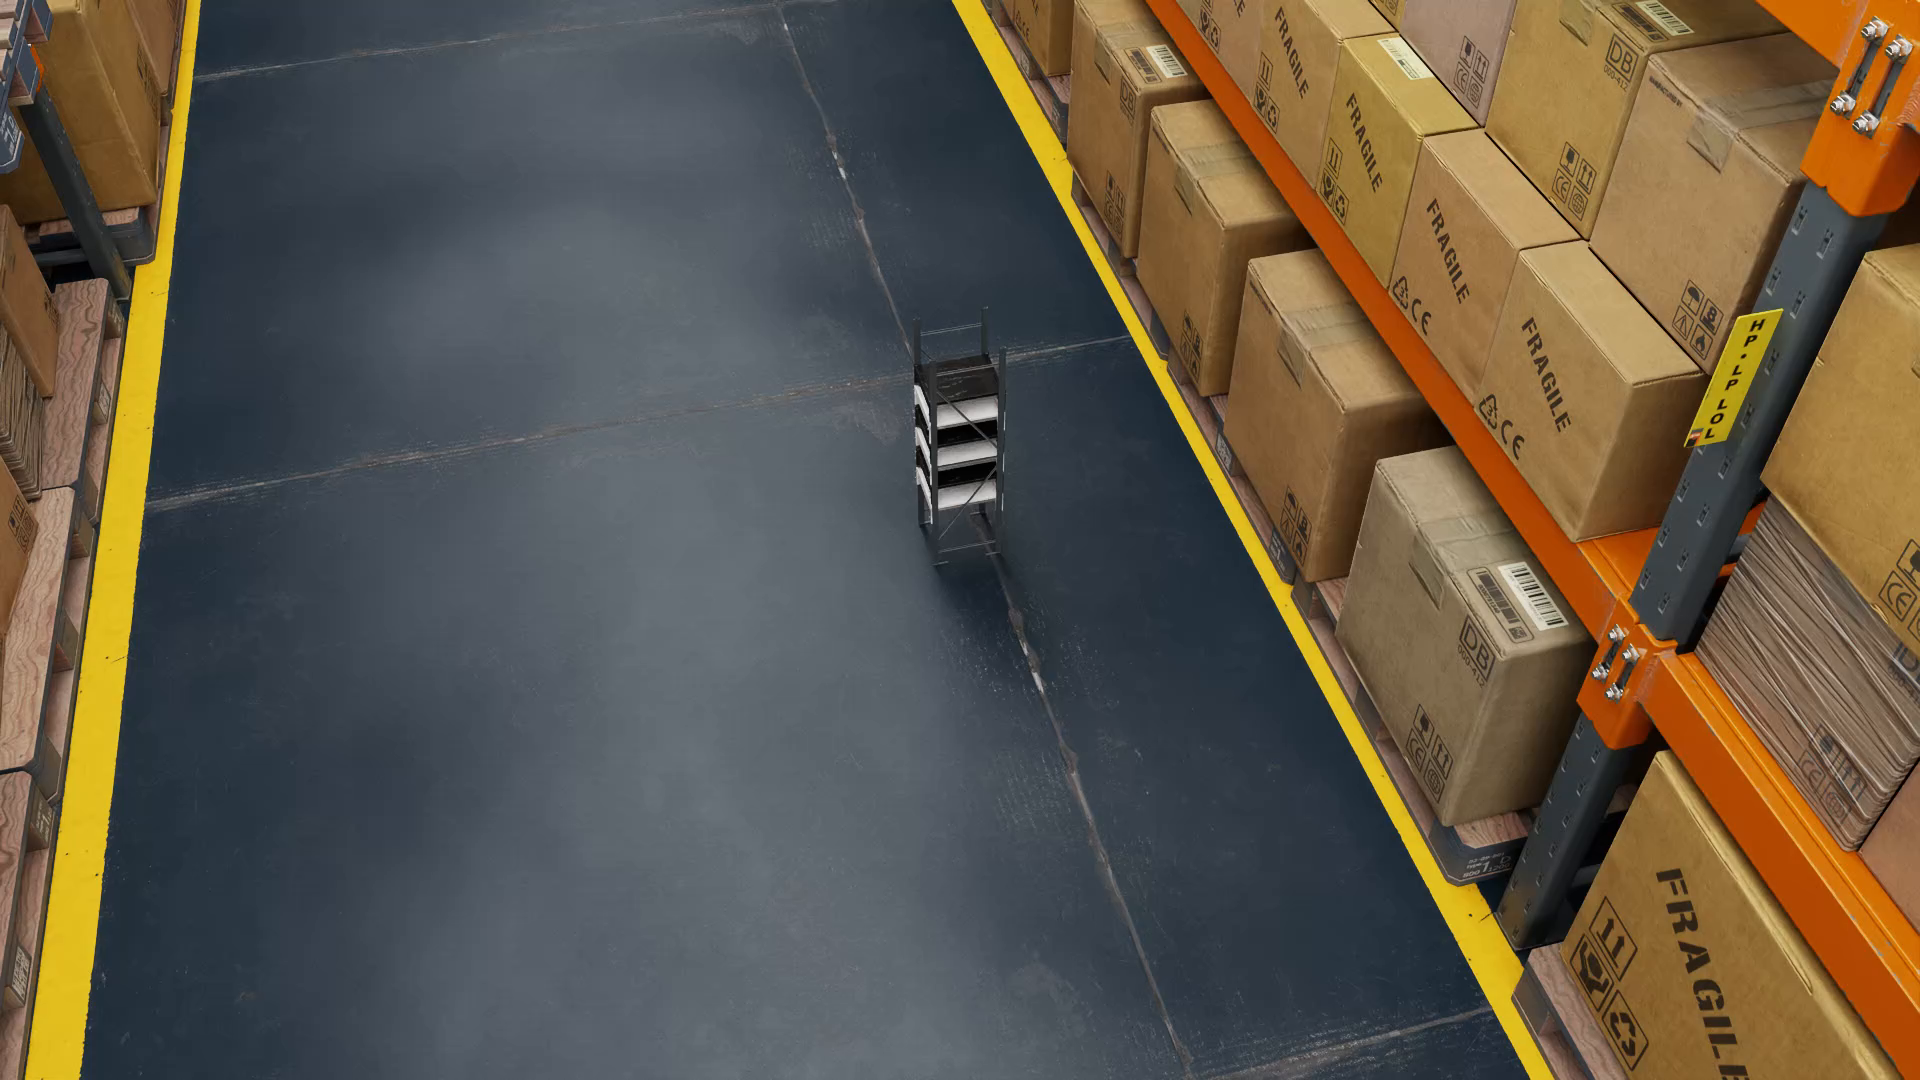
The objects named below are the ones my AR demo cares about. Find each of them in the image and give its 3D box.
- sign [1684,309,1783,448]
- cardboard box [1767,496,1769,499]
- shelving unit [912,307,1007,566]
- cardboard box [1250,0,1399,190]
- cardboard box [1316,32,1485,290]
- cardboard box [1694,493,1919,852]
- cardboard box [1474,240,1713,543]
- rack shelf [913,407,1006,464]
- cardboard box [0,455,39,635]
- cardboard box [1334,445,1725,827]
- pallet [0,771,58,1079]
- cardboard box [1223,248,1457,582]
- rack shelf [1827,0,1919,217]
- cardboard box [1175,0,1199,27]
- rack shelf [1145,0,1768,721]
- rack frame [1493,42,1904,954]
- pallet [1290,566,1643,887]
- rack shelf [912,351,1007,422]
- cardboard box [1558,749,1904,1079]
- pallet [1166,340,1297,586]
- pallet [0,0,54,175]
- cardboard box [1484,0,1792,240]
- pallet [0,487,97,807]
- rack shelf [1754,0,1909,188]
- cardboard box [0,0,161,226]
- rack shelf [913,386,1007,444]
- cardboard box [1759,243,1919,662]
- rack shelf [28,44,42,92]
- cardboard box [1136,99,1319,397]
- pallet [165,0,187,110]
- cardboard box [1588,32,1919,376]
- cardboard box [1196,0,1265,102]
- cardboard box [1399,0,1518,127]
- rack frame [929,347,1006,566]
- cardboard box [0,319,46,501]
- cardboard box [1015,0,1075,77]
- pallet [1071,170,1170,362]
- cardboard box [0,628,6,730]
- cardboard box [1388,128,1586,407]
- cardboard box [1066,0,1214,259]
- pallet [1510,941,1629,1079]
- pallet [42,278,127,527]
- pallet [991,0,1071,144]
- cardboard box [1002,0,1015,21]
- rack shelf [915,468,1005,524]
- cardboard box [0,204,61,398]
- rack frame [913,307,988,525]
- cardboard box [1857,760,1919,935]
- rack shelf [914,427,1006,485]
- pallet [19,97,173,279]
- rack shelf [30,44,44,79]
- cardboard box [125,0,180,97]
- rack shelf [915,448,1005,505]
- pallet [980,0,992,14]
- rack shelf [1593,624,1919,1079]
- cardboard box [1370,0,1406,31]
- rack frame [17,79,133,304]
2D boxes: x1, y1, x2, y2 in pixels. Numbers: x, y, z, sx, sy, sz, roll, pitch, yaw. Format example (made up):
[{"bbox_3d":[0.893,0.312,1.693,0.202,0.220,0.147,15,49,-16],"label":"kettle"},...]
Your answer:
[{"bbox_3d":[1.486,-0.306,3.195,0.100,0.325,0.005,-11,47,-10],"label":"sign"},{"bbox_3d":[2.133,-0.482,4.052,0.500,0.500,0.500,-10,46,-10],"label":"cardboard box"},{"bbox_3d":[-0.002,-0.321,5.434,0.258,0.900,0.210,-11,47,-10],"label":"shelving unit"},{"bbox_3d":[1.225,-1.429,4.980,0.500,0.500,0.500,-11,47,-11],"label":"cardboard box"},{"bbox_3d":[1.357,-1.079,4.637,0.500,0.500,0.500,-10,46,-10],"label":"cardboard box"},{"bbox_3d":[2.114,0.165,3.383,0.875,0.550,0.550,-11,47,-10],"label":"cardboard box"},{"bbox_3d":[1.616,-0.381,3.953,0.500,0.500,0.500,-11,47,-11],"label":"cardboard box"},{"bbox_3d":[-0.002,-0.360,5.394,0.258,0.077,0.200,-11,47,-10],"label":"rack shelf"},{"bbox_3d":[-3.340,-0.009,5.100,0.700,0.500,0.500,-7,46,-7],"label":"cardboard box"},{"bbox_3d":[1.762,0.194,4.741,1.050,0.750,0.750,-11,47,-11],"label":"cardboard box"},{"bbox_3d":[-3.014,1.241,4.386,1.003,0.211,1.213,-11,47,-10],"label":"pallet"},{"bbox_3d":[1.518,-0.473,5.395,1.050,0.750,0.750,-11,47,-10],"label":"cardboard box"},{"bbox_3d":[2.520,0.548,1.516,1.077,0.370,4.000,-11,47,-10],"label":"rack shelf"},{"bbox_3d":[0.970,-2.121,5.659,0.500,0.500,0.500,-11,47,-11],"label":"cardboard box"},{"bbox_3d":[1.496,-1.164,5.294,1.077,0.370,4.000,-11,47,-10],"label":"rack shelf"},{"bbox_3d":[2.008,-0.035,3.684,1.000,3.000,0.127,-11,47,-10],"label":"rack frame"},{"bbox_3d":[1.737,0.422,5.188,1.003,0.211,1.213,-11,47,-10],"label":"pallet"},{"bbox_3d":[-0.002,-0.486,5.265,0.258,0.077,0.200,-11,47,-10],"label":"rack shelf"},{"bbox_3d":[2.101,1.009,3.855,0.875,0.875,0.875,-10,46,-10],"label":"cardboard box"},{"bbox_3d":[1.421,-0.422,6.015,1.003,0.211,1.213,-11,47,-10],"label":"pallet"},{"bbox_3d":[-3.552,-1.420,5.175,1.213,0.211,1.003,-11,47,-10],"label":"pallet"},{"bbox_3d":[1.741,-1.116,3.974,0.700,0.500,0.500,-11,47,-11],"label":"cardboard box"},{"bbox_3d":[-3.330,0.397,5.213,1.003,0.211,1.213,-11,47,-10],"label":"pallet"},{"bbox_3d":[1.496,-2.214,4.223,1.077,0.370,4.000,-11,47,-10],"label":"rack shelf"},{"bbox_3d":[-3.994,-1.843,6.649,1.225,0.875,0.875,-13,47,-12],"label":"cardboard box"},{"bbox_3d":[-0.002,-0.423,5.329,0.258,0.077,0.200,-11,47,-10],"label":"rack shelf"},{"bbox_3d":[2.069,-0.204,2.989,0.875,0.550,0.550,-11,47,-10],"label":"cardboard box"},{"bbox_3d":[-3.325,-0.327,4.474,1.077,0.370,4.000,-11,47,-10],"label":"rack shelf"},{"bbox_3d":[1.280,-1.116,6.025,1.050,0.750,0.750,-10,46,-10],"label":"cardboard box"},{"bbox_3d":[-4.275,-2.382,7.937,1.003,0.211,1.213,-11,47,-10],"label":"pallet"},{"bbox_3d":[1.875,-0.761,3.626,0.700,0.500,0.500,-11,47,-11],"label":"cardboard box"},{"bbox_3d":[1.099,-1.773,5.318,0.500,0.500,0.500,-11,47,-10],"label":"cardboard box"},{"bbox_3d":[1.612,-1.465,4.315,0.700,0.500,0.500,-10,46,-10],"label":"cardboard box"},{"bbox_3d":[0.024,-0.250,5.365,0.240,0.900,0.006,-11,47,-10],"label":"rack frame"},{"bbox_3d":[-3.492,-0.399,5.483,0.700,0.500,0.500,-14,47,-14],"label":"cardboard box"},{"bbox_3d":[0.562,-2.475,7.531,0.500,0.500,0.500,-11,47,-11],"label":"cardboard box"},{"bbox_3d":[1.113,-1.262,6.839,1.003,0.211,1.213,-11,47,-10],"label":"pallet"},{"bbox_3d":[-3.197,0.377,4.723,0.700,0.500,0.500,-14,47,-14],"label":"cardboard box"},{"bbox_3d":[1.486,-0.730,4.295,0.500,0.500,0.500,-11,47,-11],"label":"cardboard box"},{"bbox_3d":[1.053,-1.719,6.616,1.050,0.750,0.750,-11,47,-11],"label":"cardboard box"},{"bbox_3d":[2.127,1.481,4.151,1.003,0.211,1.213,-11,47,-10],"label":"pallet"},{"bbox_3d":[-3.638,-0.443,6.037,1.003,0.211,1.213,-11,47,-10],"label":"pallet"},{"bbox_3d":[0.785,-2.360,7.915,1.003,0.211,1.213,-11,47,-10],"label":"pallet"},{"bbox_3d":[0.433,-2.834,7.883,0.500,0.500,0.500,-9,46,-9],"label":"cardboard box"},{"bbox_3d":[-0.002,-0.171,5.586,0.258,0.077,0.200,-11,47,-10],"label":"rack shelf"},{"bbox_3d":[-3.646,-0.779,5.856,0.700,0.500,0.500,-13,47,-12],"label":"cardboard box"},{"bbox_3d":[-0.028,-0.391,5.503,0.240,0.900,0.006,-11,47,-10],"label":"rack frame"},{"bbox_3d":[2.276,0.541,3.015,0.875,0.550,0.550,-11,47,-10],"label":"cardboard box"},{"bbox_3d":[-0.002,-0.297,5.458,0.258,0.077,0.200,-11,47,-10],"label":"rack shelf"},{"bbox_3d":[-3.966,-1.541,7.113,1.003,0.211,1.213,-11,47,-10],"label":"pallet"},{"bbox_3d":[-4.349,-3.088,7.180,1.077,0.370,4.000,-11,47,-10],"label":"rack shelf"},{"bbox_3d":[-4.214,-2.460,7.254,1.225,0.875,0.875,-11,47,-10],"label":"cardboard box"},{"bbox_3d":[-0.002,-0.234,5.522,0.258,0.077,0.200,-11,47,-10],"label":"rack shelf"},{"bbox_3d":[0.476,-3.201,8.739,1.003,0.211,1.213,-11,47,-10],"label":"pallet"},{"bbox_3d":[2.520,1.598,2.587,1.077,0.370,4.000,-11,47,-10],"label":"rack shelf"},{"bbox_3d":[1.484,-1.814,4.657,0.700,0.500,0.500,-11,47,-11],"label":"cardboard box"},{"bbox_3d":[-3.837,-1.959,5.570,1.000,3.000,0.127,-11,47,-10],"label":"rack frame"}]
